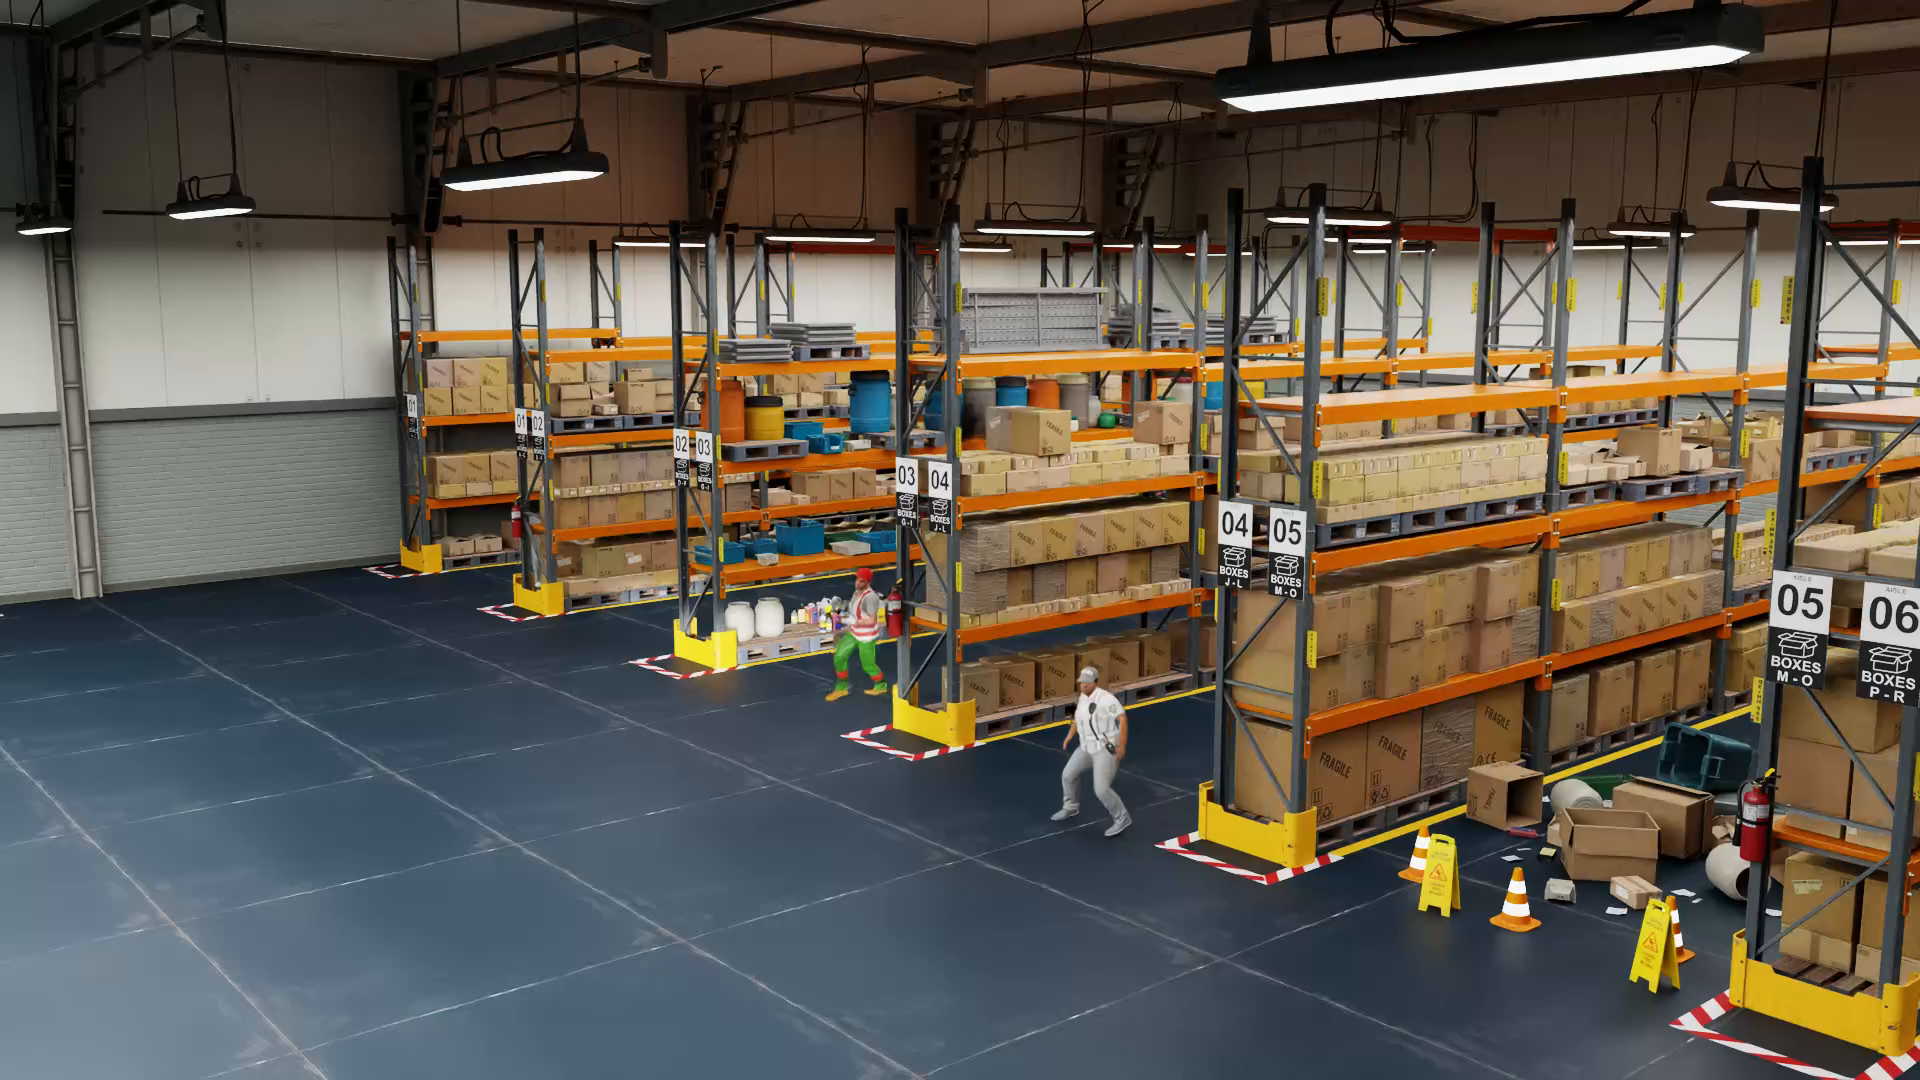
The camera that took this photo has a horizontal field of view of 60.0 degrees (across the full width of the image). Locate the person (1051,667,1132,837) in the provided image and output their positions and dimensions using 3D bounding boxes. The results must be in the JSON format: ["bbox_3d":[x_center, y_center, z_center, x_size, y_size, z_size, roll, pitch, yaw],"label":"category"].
[{"bbox_3d":[1.224,1.982,15.843,0.563,1.595,0.849,-5,10,-30],"label":"person"}]

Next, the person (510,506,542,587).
[{"bbox_3d":[-7.404,0.084,28.353,0.597,1.500,0.776,2,9,14],"label":"person"}]

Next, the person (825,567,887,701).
[{"bbox_3d":[-1.160,1.163,20.474,0.744,1.718,0.821,-6,11,-34],"label":"person"}]
